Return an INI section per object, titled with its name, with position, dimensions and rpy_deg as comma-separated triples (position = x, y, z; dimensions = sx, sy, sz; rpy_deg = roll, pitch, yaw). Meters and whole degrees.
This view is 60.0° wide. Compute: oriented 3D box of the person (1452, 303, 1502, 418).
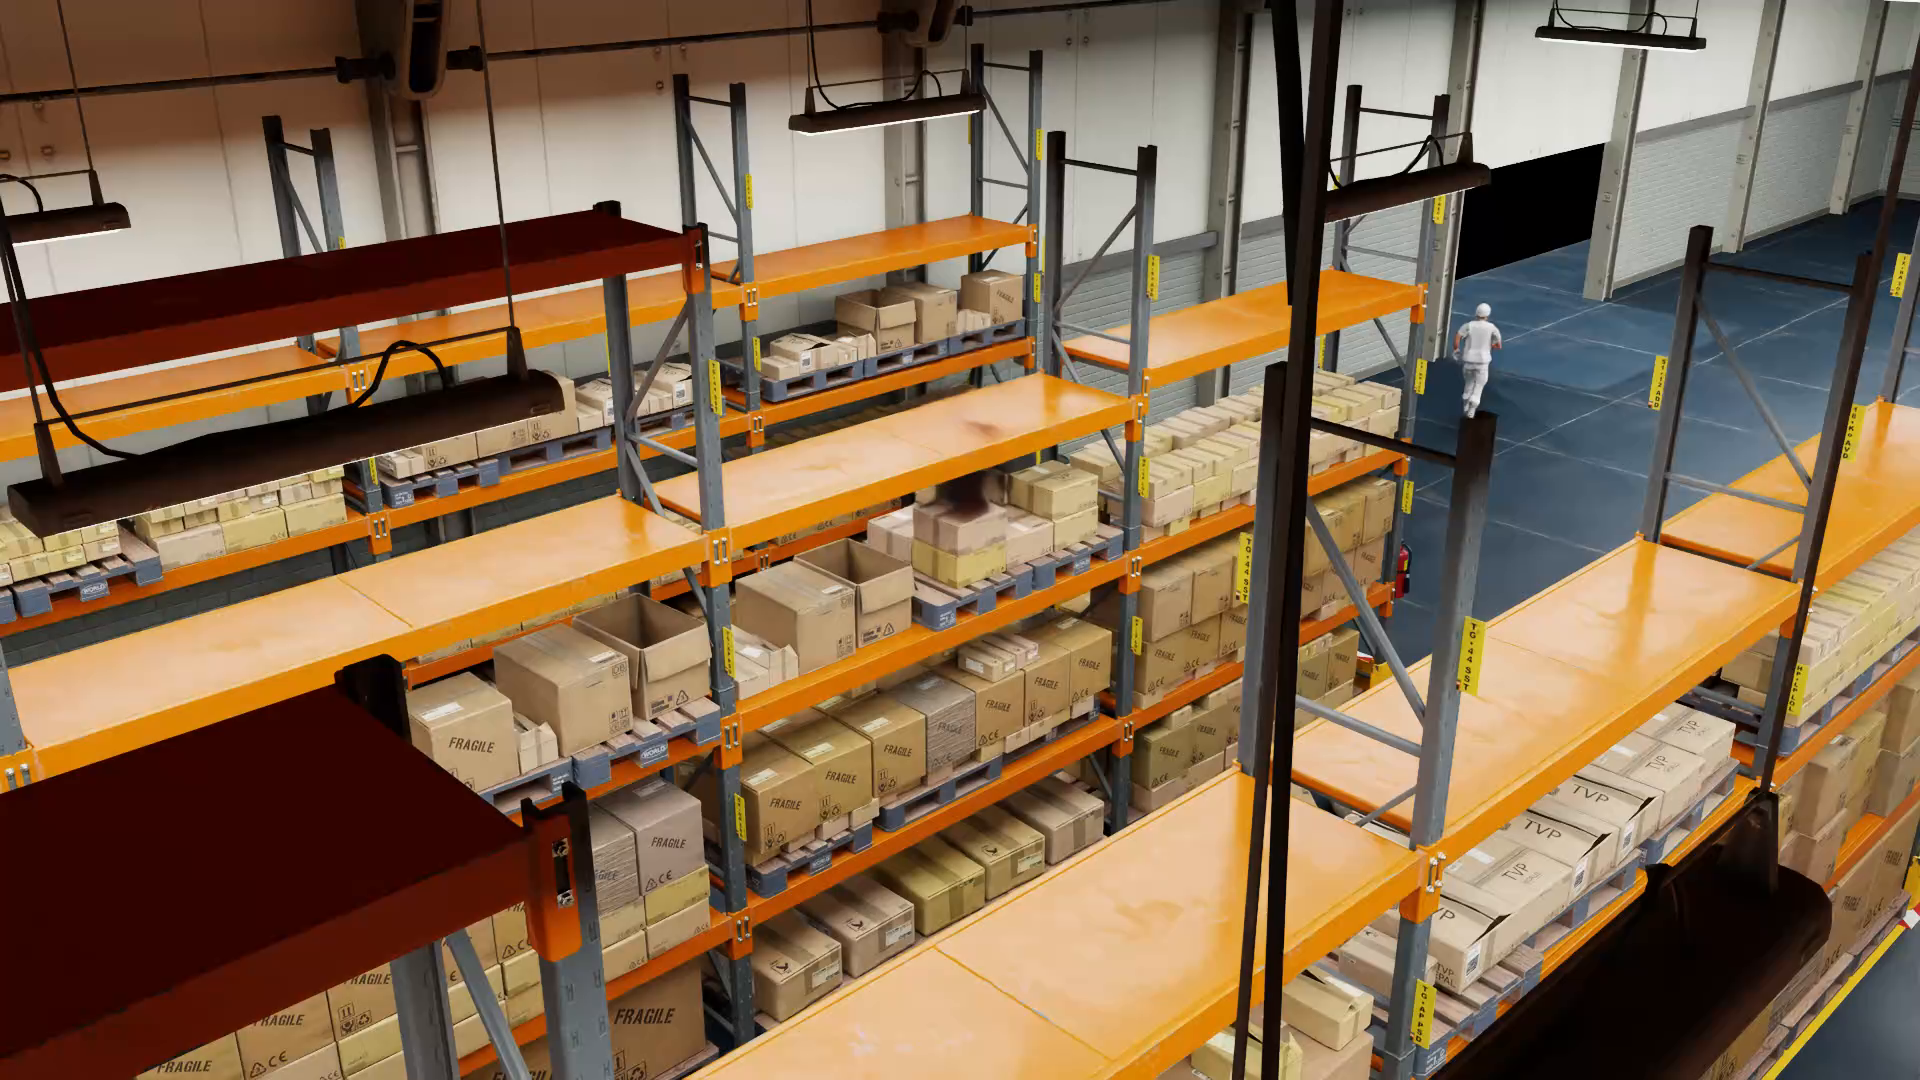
[person]
position = 7.702, -2.622, 24.859
dimensions = 0.683, 1.844, 0.817
rpy_deg = 11, 25, 25
